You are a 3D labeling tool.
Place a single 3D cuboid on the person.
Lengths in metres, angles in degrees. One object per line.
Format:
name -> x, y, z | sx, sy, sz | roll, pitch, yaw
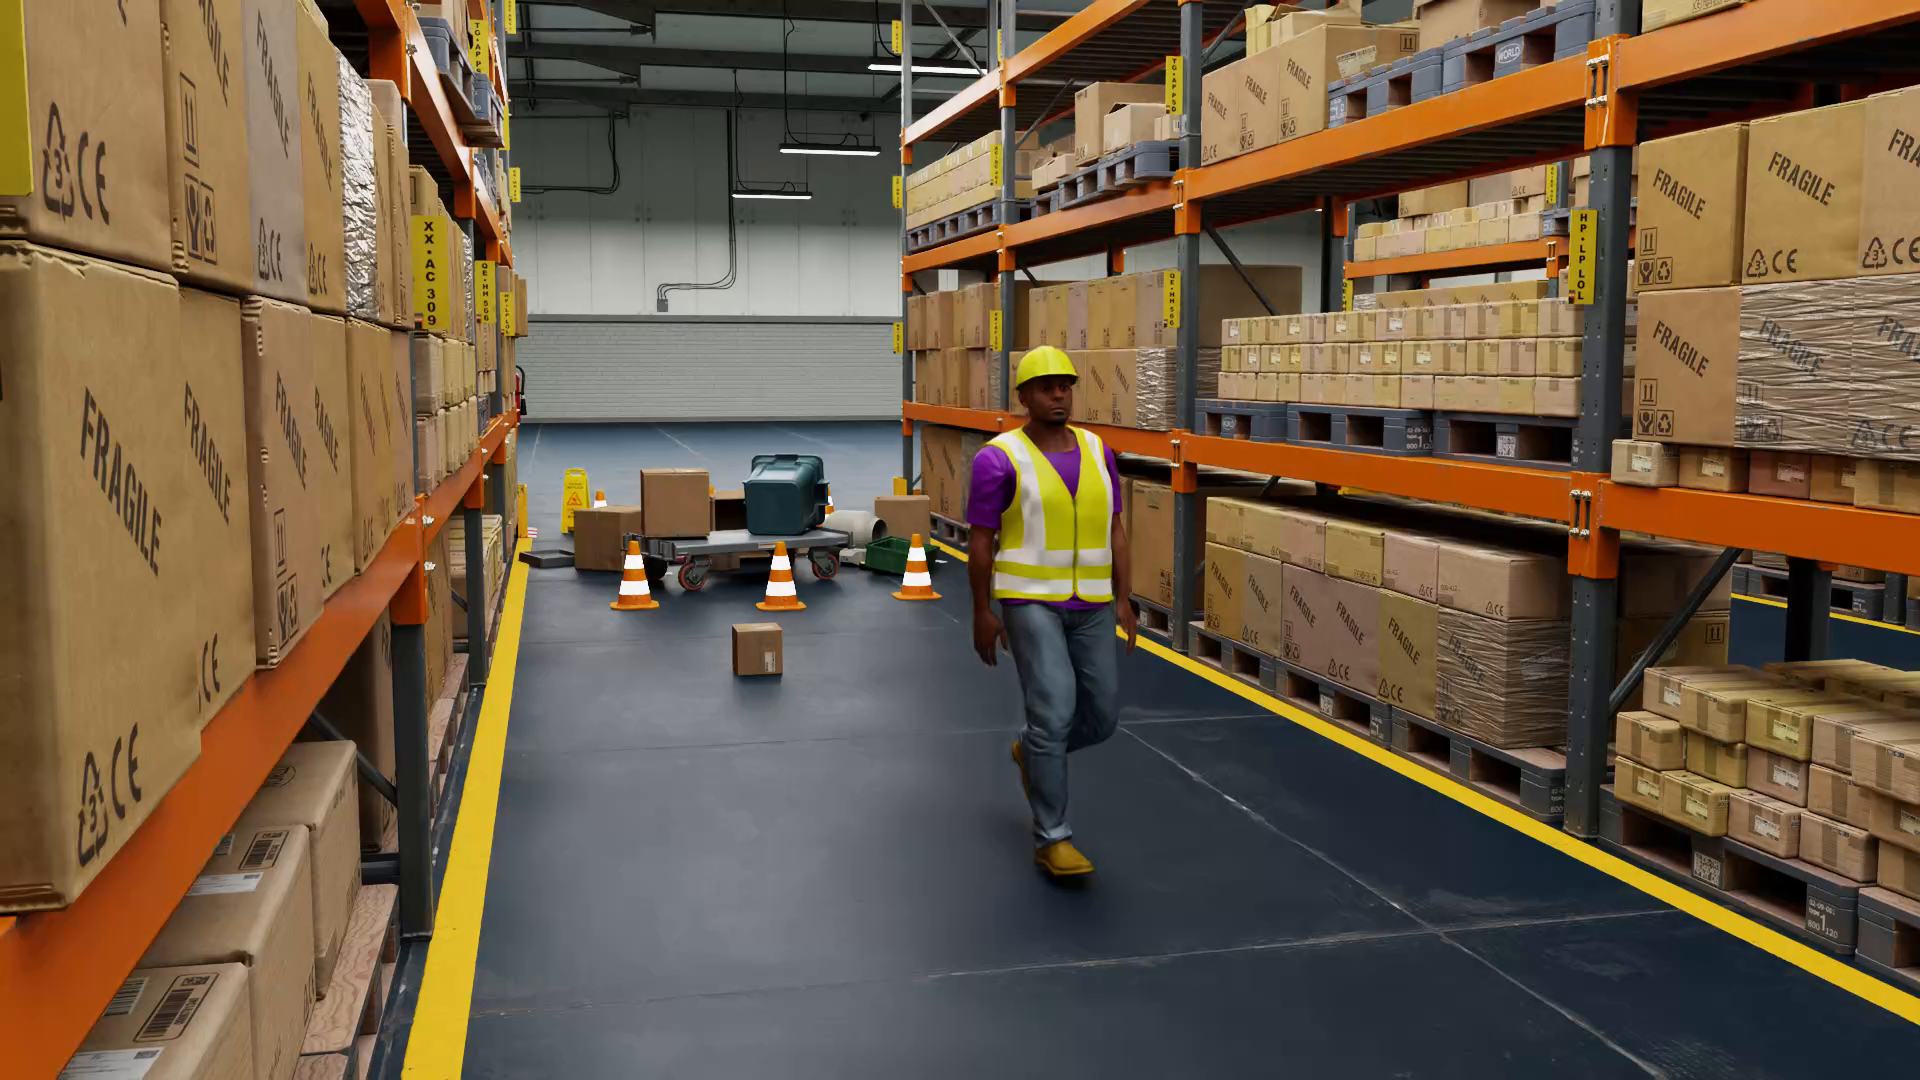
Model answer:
person -> 0.305, 0.215, 5.687 | 0.563, 1.747, 0.762 | -3, 7, -28
